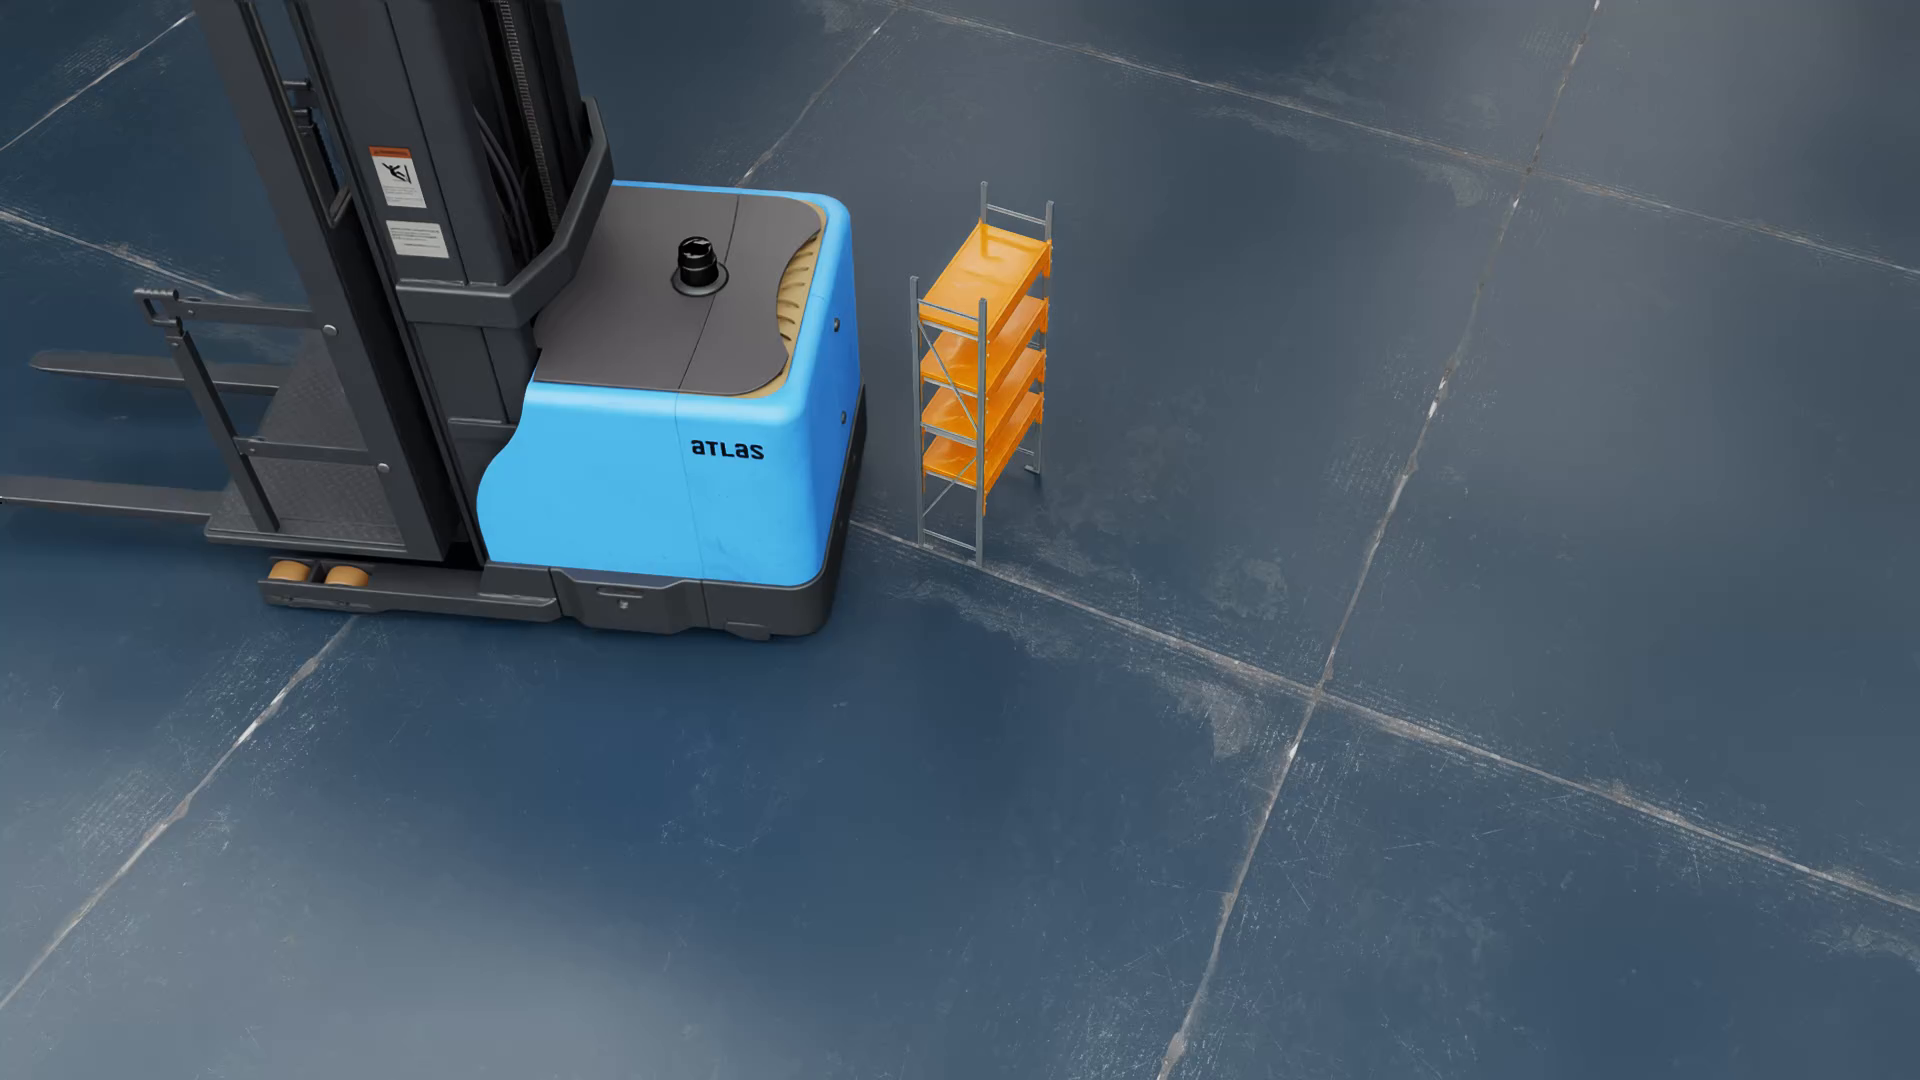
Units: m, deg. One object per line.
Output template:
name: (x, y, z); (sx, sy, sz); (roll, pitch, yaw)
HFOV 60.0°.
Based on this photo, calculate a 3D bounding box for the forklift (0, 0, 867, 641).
forklift: (-1.886, -1.105, 4.766); (3.031, 2.935, 1.130); (5, 50, 4)

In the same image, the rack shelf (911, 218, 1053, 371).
rack shelf: (0.071, -0.757, 5.091); (0.258, 0.148, 0.480); (20, 52, 16)

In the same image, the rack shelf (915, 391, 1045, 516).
rack shelf: (0.071, -0.331, 5.592); (0.258, 0.148, 0.480); (20, 52, 16)

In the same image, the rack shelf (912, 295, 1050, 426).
rack shelf: (0.071, -0.604, 5.271); (0.258, 0.148, 0.480); (20, 52, 16)

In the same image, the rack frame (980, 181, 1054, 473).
rack frame: (0.175, -0.671, 5.533); (0.240, 1.200, 0.015); (20, 52, 16)

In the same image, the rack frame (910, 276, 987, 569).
rack frame: (-0.034, -0.335, 5.247); (0.240, 1.200, 0.015); (20, 52, 16)

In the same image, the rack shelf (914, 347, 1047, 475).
rack shelf: (0.071, -0.459, 5.441); (0.258, 0.148, 0.480); (20, 52, 16)

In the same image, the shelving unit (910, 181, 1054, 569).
shelving unit: (0.071, -0.503, 5.390); (0.258, 1.200, 0.503); (20, 52, 16)
